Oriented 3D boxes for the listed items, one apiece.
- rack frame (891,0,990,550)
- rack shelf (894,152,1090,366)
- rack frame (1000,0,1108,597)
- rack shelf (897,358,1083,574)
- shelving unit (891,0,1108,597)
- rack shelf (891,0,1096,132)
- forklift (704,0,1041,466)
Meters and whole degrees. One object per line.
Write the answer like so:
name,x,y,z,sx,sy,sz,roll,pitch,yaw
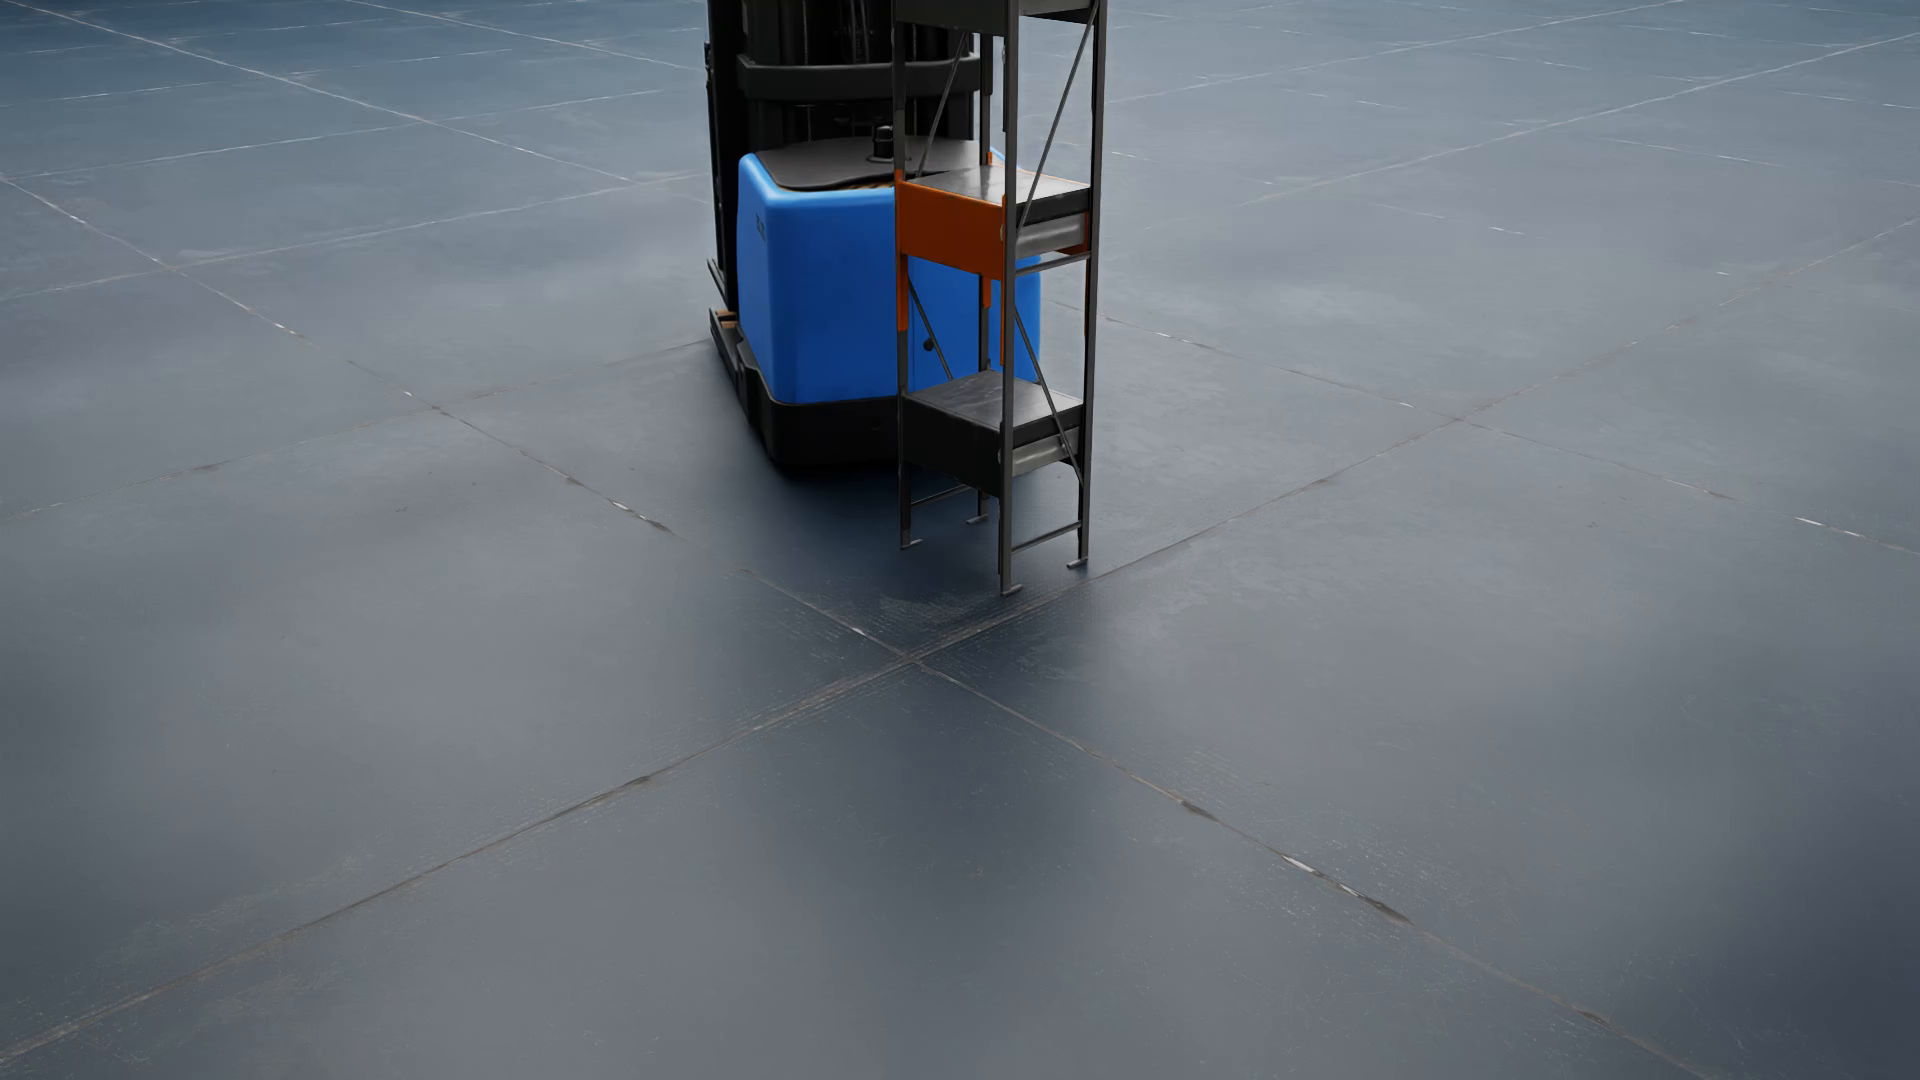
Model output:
rack frame,-0.054,-0.979,5.366,0.400,2.100,0.015,-21,32,-38
rack shelf,0.113,-0.893,5.210,0.431,0.518,0.480,-21,32,-38
rack frame,0.280,-0.831,5.042,0.400,2.100,0.015,-21,32,-38
rack shelf,0.113,-0.256,5.500,0.431,0.518,0.480,-21,32,-38
shelving unit,0.113,-0.905,5.204,0.431,2.100,0.503,-21,32,-38
rack shelf,0.113,-1.530,4.919,0.431,0.518,0.480,-21,32,-38
forklift,-0.542,-2.196,7.032,1.130,2.935,3.031,-6,25,-13
